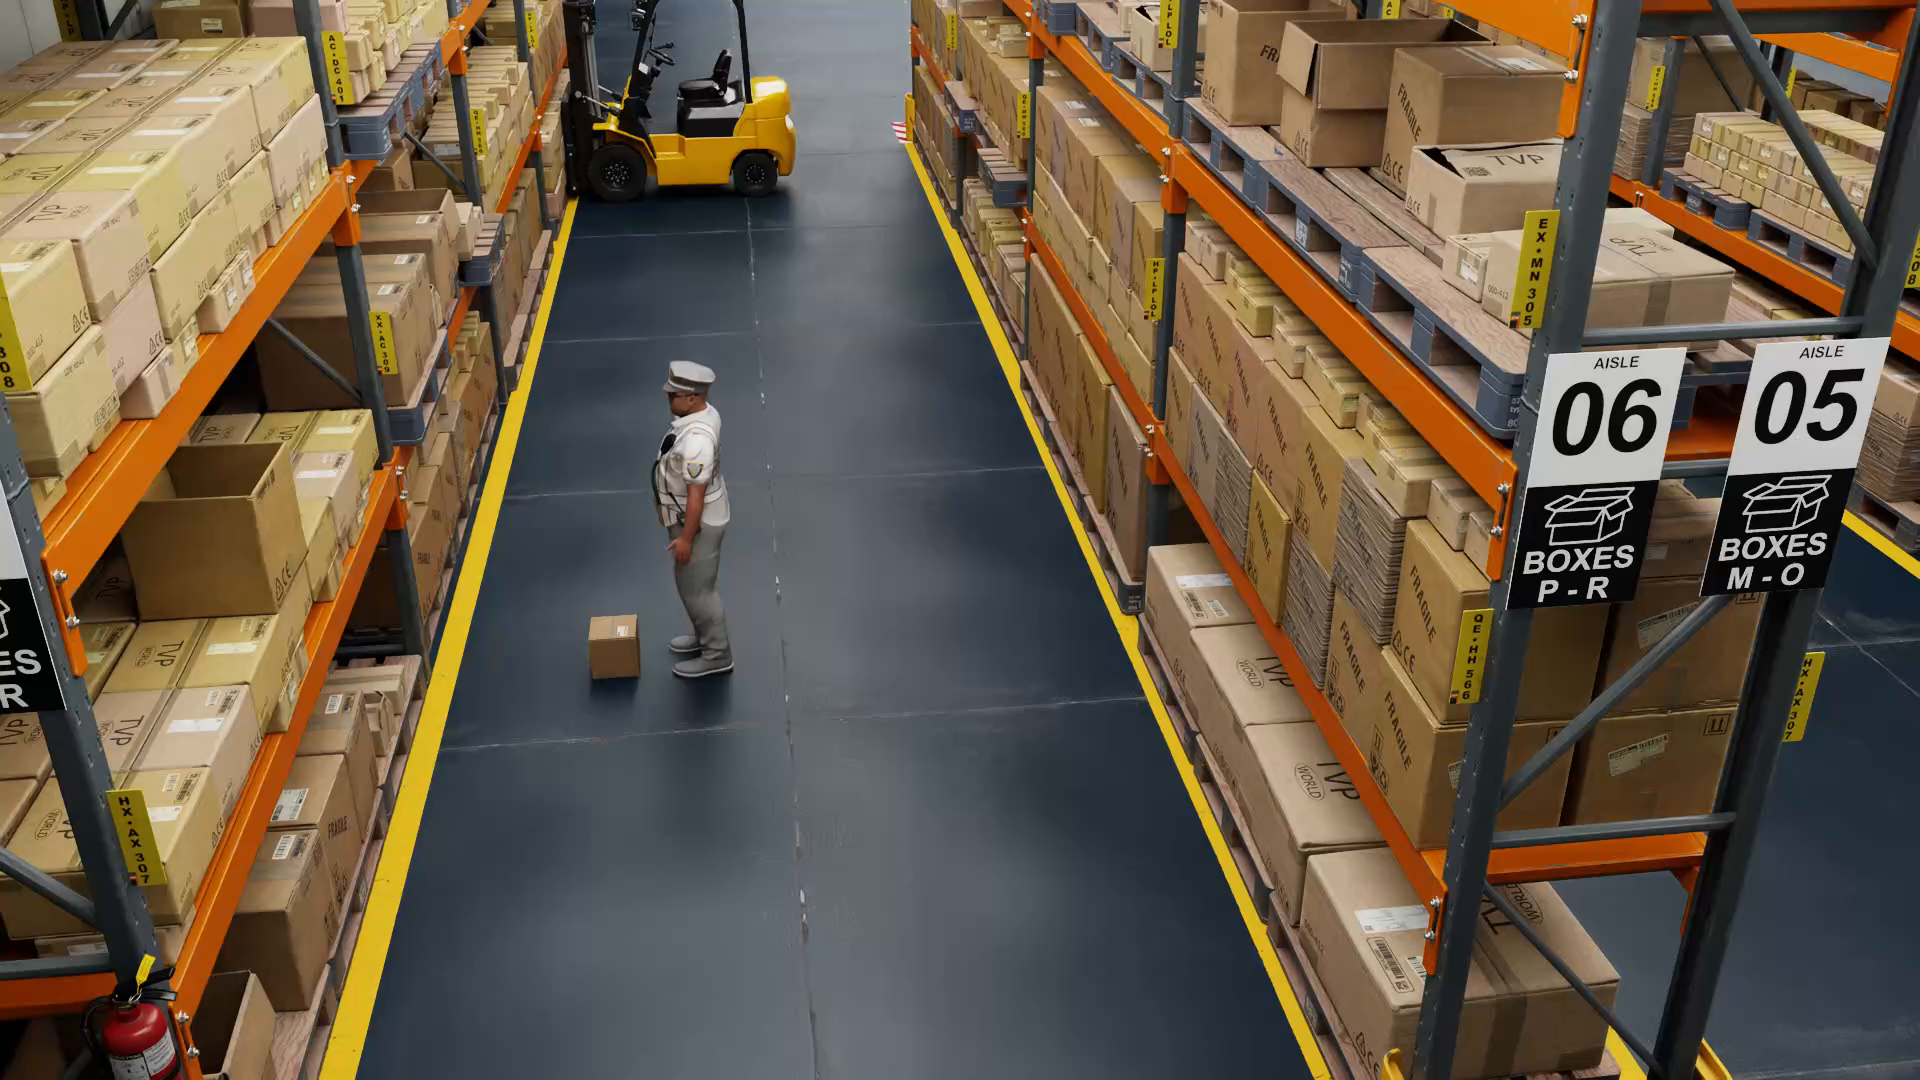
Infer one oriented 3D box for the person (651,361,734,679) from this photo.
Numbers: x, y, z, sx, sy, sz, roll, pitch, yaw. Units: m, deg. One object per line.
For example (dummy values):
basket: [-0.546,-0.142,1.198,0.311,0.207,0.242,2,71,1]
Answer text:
person: [-1.418,-0.112,8.820,0.397,1.762,0.534,-3,27,-6]
